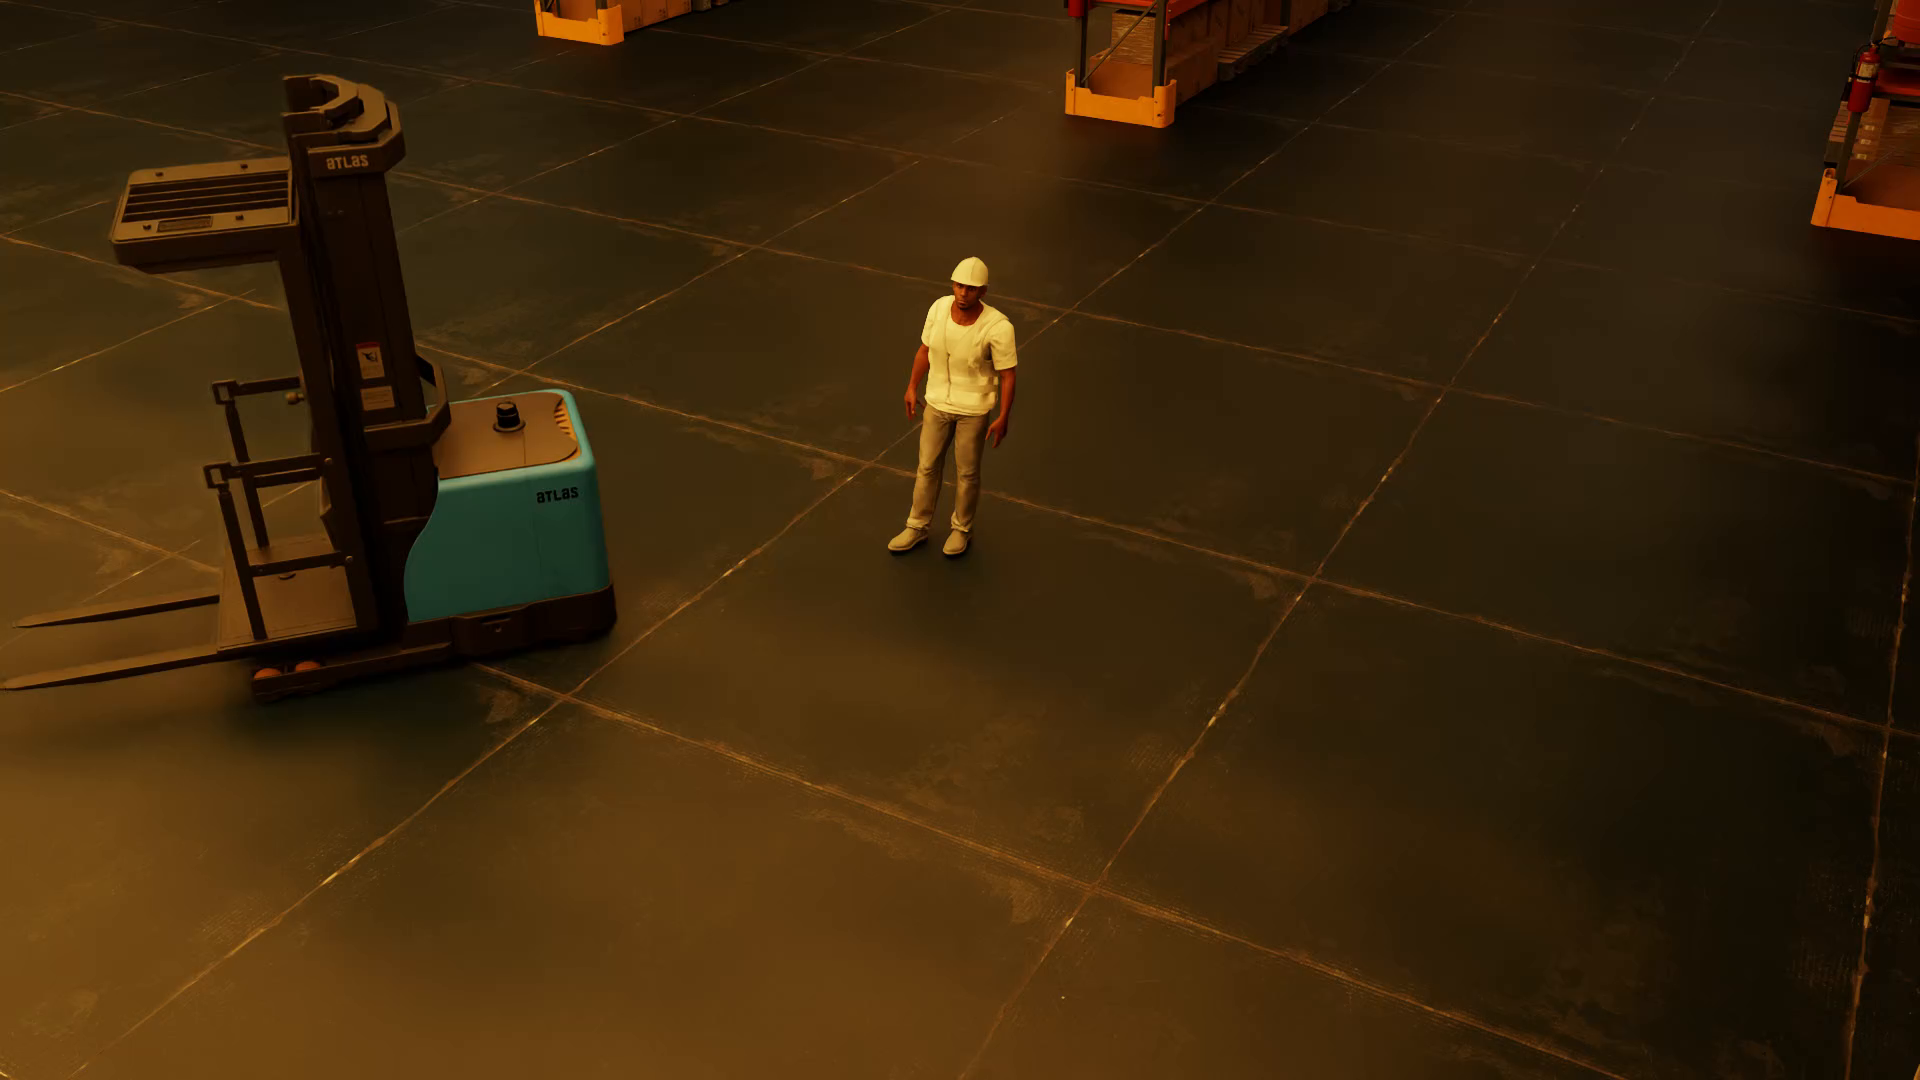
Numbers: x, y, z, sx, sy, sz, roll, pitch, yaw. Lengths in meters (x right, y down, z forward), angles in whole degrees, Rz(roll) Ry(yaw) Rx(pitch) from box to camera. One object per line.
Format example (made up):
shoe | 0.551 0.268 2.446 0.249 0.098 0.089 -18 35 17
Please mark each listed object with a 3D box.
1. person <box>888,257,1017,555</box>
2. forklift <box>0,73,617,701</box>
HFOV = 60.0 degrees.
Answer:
person | -0.039 -0.742 9.508 0.666 1.765 0.577 15 33 25
forklift | -3.452 -0.737 8.348 3.031 2.935 1.130 -10 31 -16
